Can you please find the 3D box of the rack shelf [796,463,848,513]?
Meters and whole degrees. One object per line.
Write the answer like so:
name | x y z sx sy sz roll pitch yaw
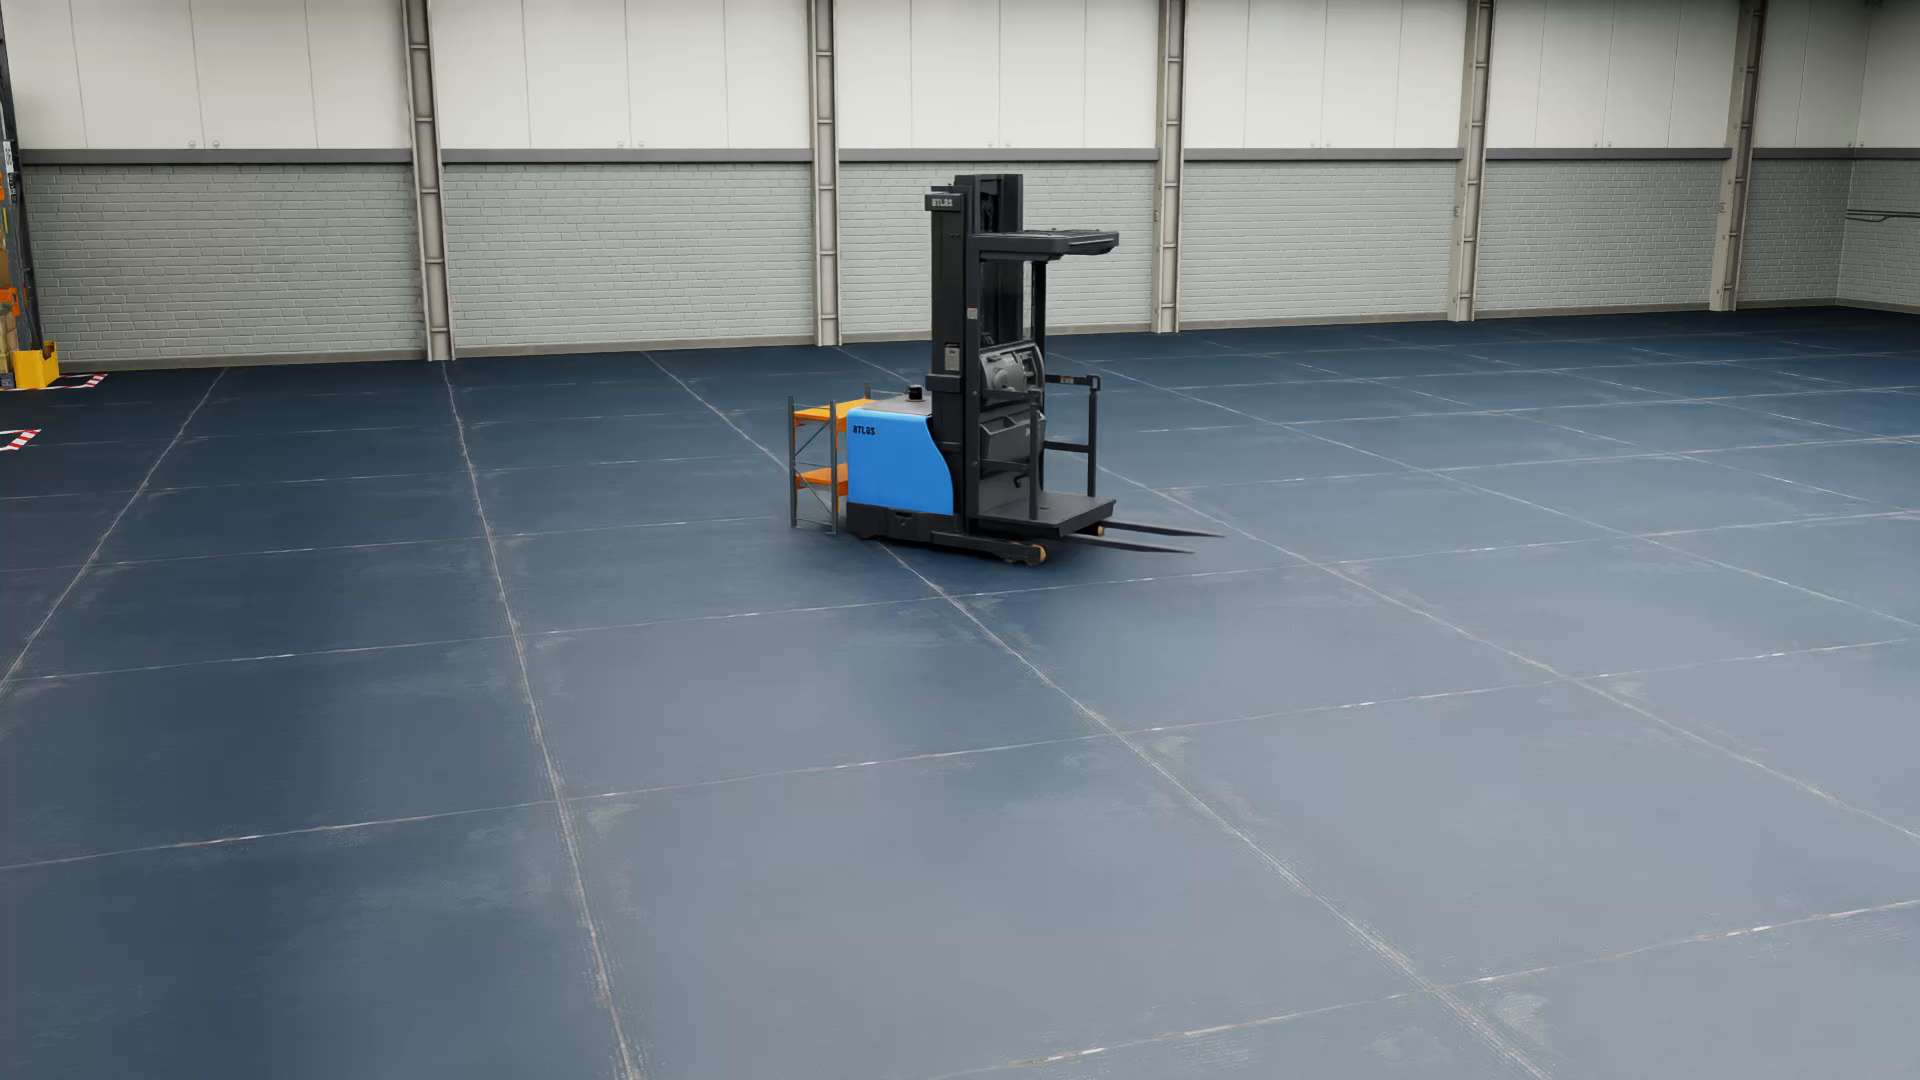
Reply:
rack shelf | -0.927 -0.484 14.302 0.538 0.278 1.000 9 16 35

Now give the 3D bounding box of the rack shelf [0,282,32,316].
rack shelf | -14.464 -3.101 21.750 4.000 0.370 1.077 -4 14 -18

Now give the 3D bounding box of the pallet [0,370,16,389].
pallet | -13.280 -2.176 22.334 1.213 0.211 1.003 -4 14 -18

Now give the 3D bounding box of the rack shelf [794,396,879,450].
rack shelf | -0.927 -1.006 14.178 0.538 0.278 1.000 9 16 35

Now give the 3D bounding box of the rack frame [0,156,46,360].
rack frame | -12.569 -3.598 22.288 0.127 3.000 1.000 -4 14 -18

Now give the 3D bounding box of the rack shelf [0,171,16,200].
rack shelf | -14.464 -4.560 21.403 4.000 0.370 1.077 -4 14 -18

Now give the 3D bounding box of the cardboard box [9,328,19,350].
cardboard box | -13.081 -2.719 22.545 0.500 0.250 0.500 -4 14 -17

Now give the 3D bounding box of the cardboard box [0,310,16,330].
cardboard box | -13.085 -2.957 22.467 0.500 0.250 0.500 -5 14 -19

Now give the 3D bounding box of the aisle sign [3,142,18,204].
aisle sign | -12.413 -4.803 21.736 0.004 0.787 0.394 -4 14 -18

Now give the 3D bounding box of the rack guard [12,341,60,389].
rack guard | -12.546 -2.384 22.584 0.348 0.500 1.175 -4 14 -18

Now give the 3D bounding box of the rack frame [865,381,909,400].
rack frame | -0.630 -0.817 14.647 0.500 1.125 0.032 9 16 35

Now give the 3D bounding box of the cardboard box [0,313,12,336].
cardboard box | -12.906 -2.849 22.011 0.500 0.250 0.500 -4 14 -16

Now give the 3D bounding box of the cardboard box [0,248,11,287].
cardboard box | -13.127 -3.671 22.378 0.500 0.500 0.500 -4 14 -16

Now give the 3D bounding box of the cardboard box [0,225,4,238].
cardboard box | -12.955 -4.129 22.259 0.250 0.149 0.380 -5 14 -19

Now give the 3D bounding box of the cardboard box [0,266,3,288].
cardboard box | -12.952 -3.553 21.881 0.500 0.500 0.500 -5 14 -19

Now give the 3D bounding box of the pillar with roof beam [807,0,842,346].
pillar with roof beam | -0.770 -6.604 21.962 0.400 9.000 9.100 -4 14 -18

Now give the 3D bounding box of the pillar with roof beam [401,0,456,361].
pillar with roof beam | -6.457 -6.162 20.101 0.400 9.000 9.100 -4 14 -18

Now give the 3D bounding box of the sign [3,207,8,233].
sign | -12.409 -4.157 21.622 0.005 0.325 0.100 -4 14 -18

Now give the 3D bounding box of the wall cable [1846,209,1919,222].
wall cable | 18.131 -7.294 31.571 0.112 2.526 3.097 -4 14 -18

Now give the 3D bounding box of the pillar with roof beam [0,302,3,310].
pillar with roof beam | -12.143 -5.719 18.239 0.400 9.000 9.100 -4 14 -18

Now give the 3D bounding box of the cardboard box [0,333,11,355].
cardboard box | -12.930 -2.603 22.060 0.500 0.250 0.500 -5 14 -19

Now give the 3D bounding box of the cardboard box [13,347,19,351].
cardboard box | -13.097 -2.471 22.585 0.500 0.250 0.500 -4 14 -18

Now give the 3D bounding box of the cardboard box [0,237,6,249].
cardboard box | -12.973 -3.994 22.335 0.250 0.149 0.380 -5 14 -20

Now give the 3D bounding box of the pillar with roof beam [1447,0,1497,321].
pillar with roof beam | 10.603 -7.490 25.686 0.400 9.000 9.100 -4 14 -18

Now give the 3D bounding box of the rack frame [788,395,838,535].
rack frame | -1.224 -0.626 13.844 0.500 1.125 0.032 9 16 35

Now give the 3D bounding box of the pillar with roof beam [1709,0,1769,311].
pillar with roof beam | 16.290 -7.933 27.547 0.400 9.000 9.100 -4 14 -18

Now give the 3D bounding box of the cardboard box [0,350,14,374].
cardboard box | -12.913 -2.361 22.120 0.500 0.250 0.500 -4 14 -18

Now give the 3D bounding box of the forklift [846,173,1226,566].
forklift | 0.591 -1.363 13.040 3.031 2.935 1.130 8 16 30

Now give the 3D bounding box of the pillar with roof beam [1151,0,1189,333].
pillar with roof beam | 4.917 -7.047 23.824 0.400 9.000 9.100 -4 14 -18

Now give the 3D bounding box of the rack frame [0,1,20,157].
rack frame | -12.569 -6.517 21.593 0.127 3.000 1.000 -4 14 -18

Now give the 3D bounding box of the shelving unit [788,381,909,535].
shelving unit | -0.927 -0.722 14.246 0.538 1.125 1.048 9 16 35

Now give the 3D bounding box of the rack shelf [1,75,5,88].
rack shelf | -14.464 -5.825 21.102 4.000 0.370 1.077 -4 14 -18
